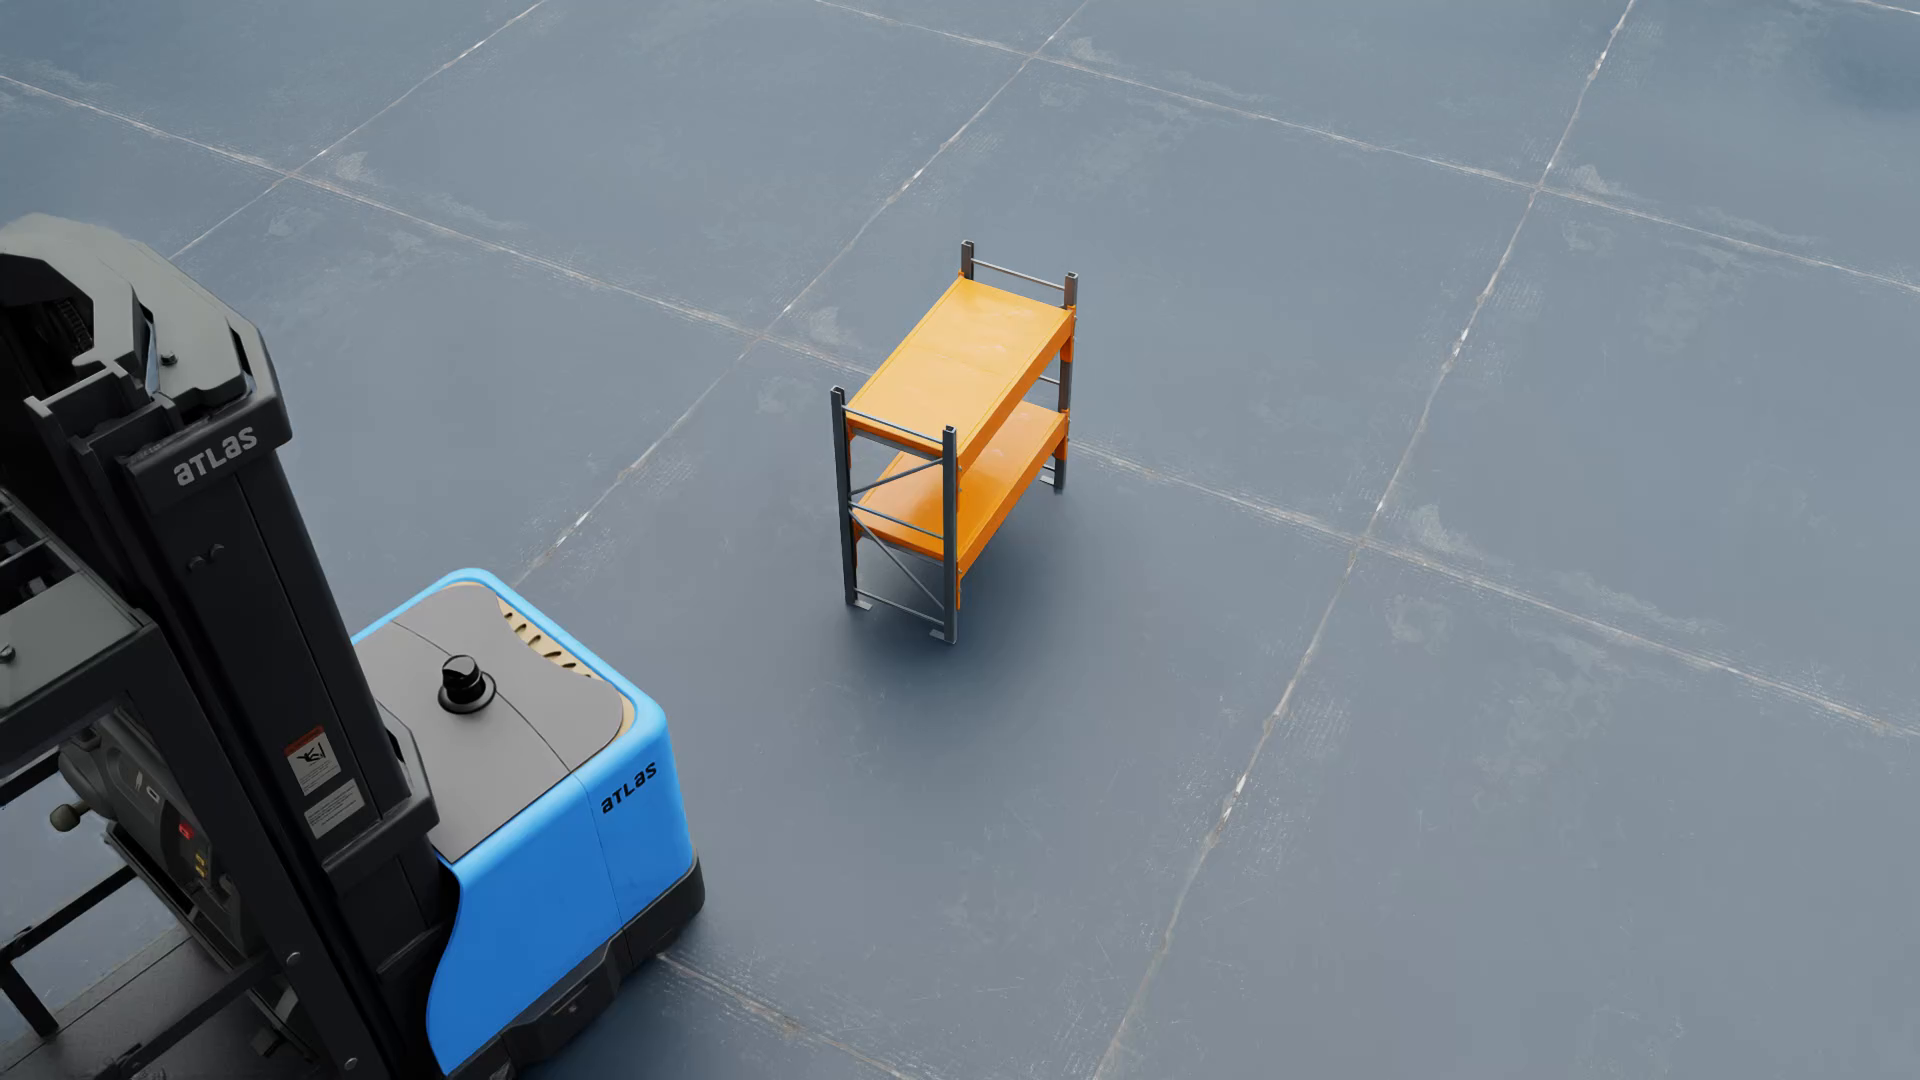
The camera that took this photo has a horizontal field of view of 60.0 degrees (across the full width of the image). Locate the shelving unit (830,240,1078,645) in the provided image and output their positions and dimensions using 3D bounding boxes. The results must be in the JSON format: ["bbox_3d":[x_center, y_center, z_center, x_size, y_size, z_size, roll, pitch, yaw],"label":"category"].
[{"bbox_3d":[-0.003,-0.391,6.626,0.538,1.125,1.048,20,49,19],"label":"shelving unit"}]

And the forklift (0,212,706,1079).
[{"bbox_3d":[-2.229,0.801,4.178,1.130,2.935,3.031,32,54,28],"label":"forklift"}]

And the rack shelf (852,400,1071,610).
[{"bbox_3d":[-0.003,-0.219,6.800,0.538,0.278,1.000,20,49,19],"label":"rack shelf"}]

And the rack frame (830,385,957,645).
[{"bbox_3d":[-0.239,-0.071,6.309,0.500,1.125,0.032,20,49,19],"label":"rack frame"}]

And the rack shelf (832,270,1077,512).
[{"bbox_3d":[-0.003,-0.597,6.417,0.538,0.278,1.000,20,49,19],"label":"rack shelf"}]

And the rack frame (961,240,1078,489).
[{"bbox_3d":[0.233,-0.711,6.942,0.500,1.125,0.032,20,49,19],"label":"rack frame"}]
